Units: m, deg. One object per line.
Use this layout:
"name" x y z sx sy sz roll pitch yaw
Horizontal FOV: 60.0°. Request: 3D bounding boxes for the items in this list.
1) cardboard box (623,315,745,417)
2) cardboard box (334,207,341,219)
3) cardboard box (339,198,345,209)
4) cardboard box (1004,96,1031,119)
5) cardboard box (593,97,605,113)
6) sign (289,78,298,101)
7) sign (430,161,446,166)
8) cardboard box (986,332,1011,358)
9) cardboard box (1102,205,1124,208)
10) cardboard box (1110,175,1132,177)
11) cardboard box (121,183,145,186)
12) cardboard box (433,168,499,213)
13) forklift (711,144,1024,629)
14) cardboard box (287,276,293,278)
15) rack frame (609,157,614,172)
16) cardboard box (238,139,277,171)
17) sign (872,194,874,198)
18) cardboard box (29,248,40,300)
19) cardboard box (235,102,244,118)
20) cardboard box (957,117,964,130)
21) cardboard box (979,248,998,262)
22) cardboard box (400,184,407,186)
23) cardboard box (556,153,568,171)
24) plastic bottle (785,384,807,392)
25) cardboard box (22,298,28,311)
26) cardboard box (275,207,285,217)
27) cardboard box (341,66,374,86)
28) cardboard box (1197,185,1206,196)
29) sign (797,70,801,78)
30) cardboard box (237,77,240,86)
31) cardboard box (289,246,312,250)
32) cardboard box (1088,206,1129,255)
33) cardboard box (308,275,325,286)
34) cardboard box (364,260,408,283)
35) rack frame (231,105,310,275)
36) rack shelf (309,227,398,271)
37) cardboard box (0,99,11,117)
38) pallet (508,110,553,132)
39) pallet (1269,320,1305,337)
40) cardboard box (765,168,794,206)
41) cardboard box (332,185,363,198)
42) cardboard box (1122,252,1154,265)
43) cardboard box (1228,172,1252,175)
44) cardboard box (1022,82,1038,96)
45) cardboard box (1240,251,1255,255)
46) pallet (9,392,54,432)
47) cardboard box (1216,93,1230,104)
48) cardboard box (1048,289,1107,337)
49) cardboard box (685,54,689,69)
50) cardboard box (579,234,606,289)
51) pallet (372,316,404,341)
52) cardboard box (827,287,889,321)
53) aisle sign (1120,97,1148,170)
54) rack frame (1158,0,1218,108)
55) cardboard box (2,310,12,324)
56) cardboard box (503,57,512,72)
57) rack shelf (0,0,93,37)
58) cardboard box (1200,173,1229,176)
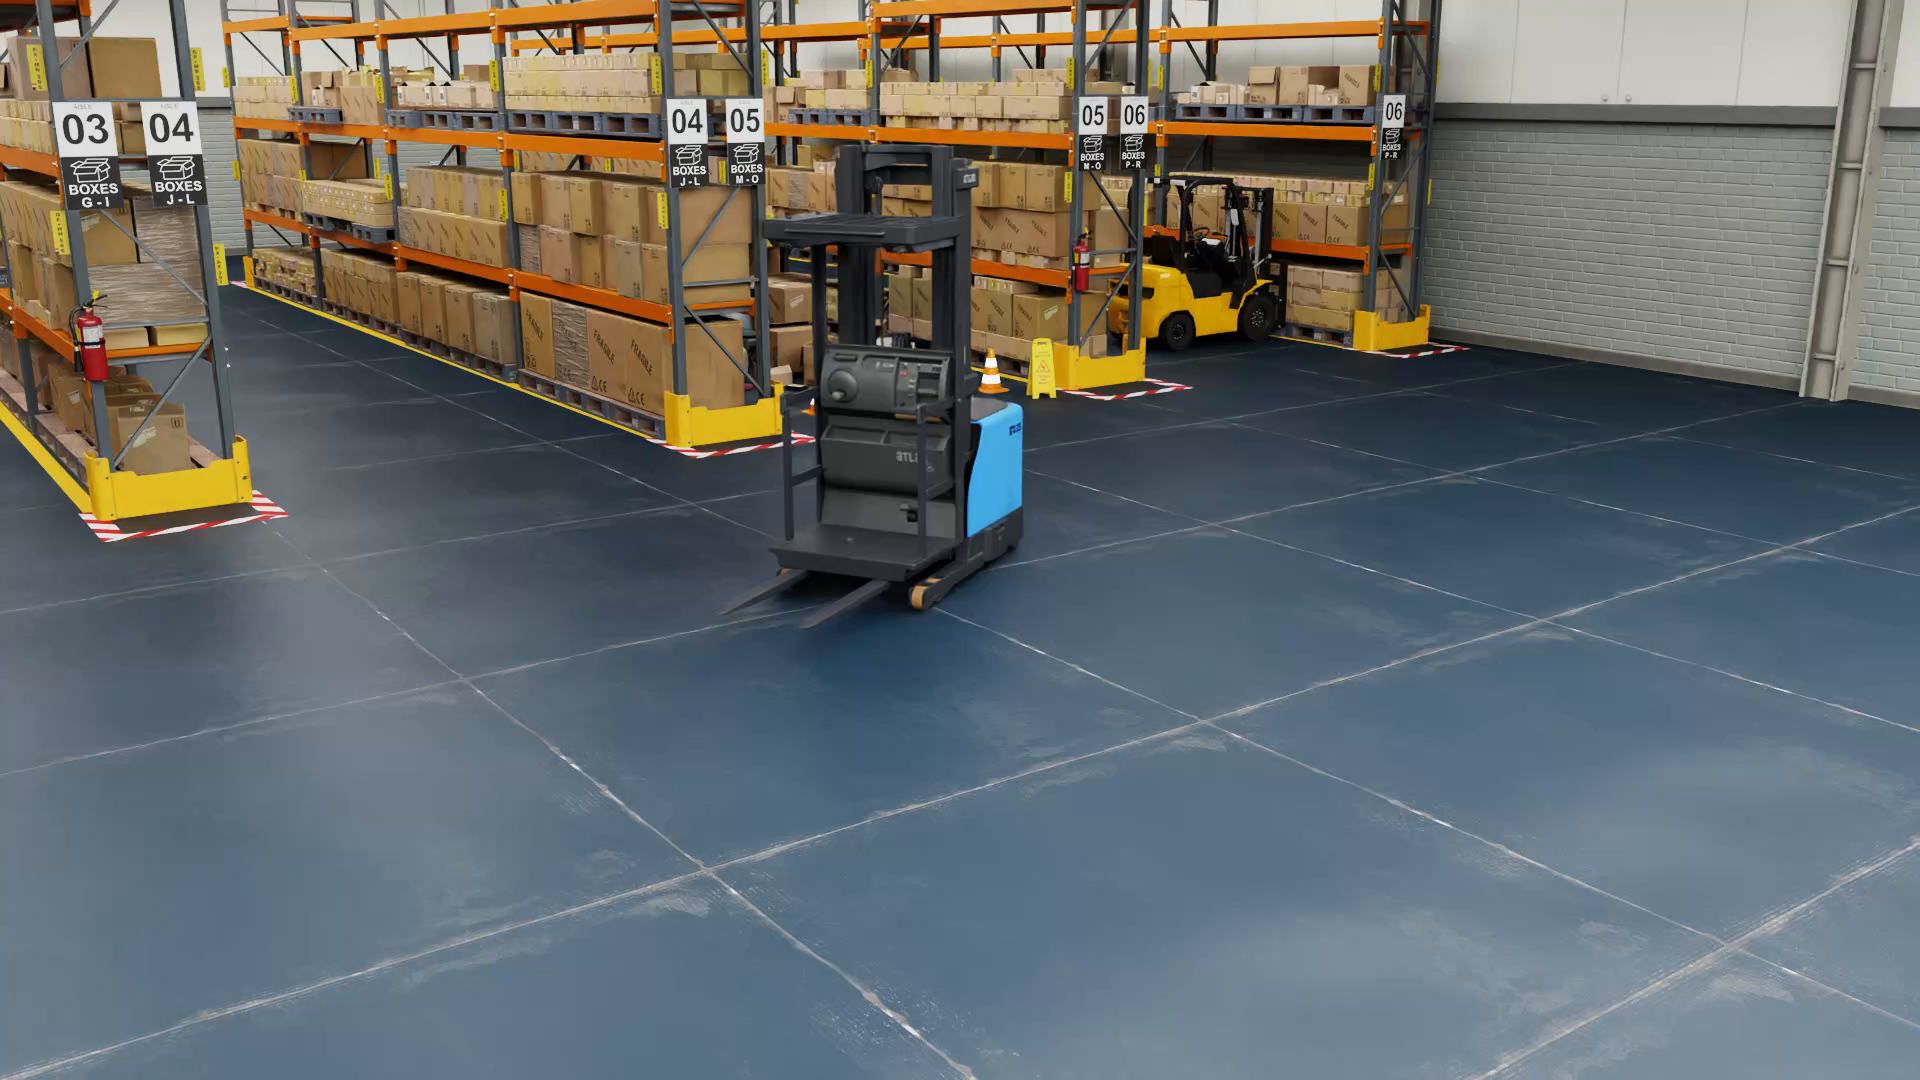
"cardboard box" -2.747 -1.762 16.561 0.875 0.875 0.875 -11 19 -34
"cardboard box" -8.573 -4.606 23.403 0.380 0.149 0.250 -12 19 -37
"cardboard box" -8.418 -4.693 23.157 0.380 0.149 0.250 -10 18 -33
"cardboard box" 0.847 -4.935 18.963 0.500 0.250 0.500 -11 19 -35
"cardboard box" -3.363 -4.262 16.275 0.380 0.149 0.250 -11 19 -35
"sign" -9.785 -6.623 24.429 0.100 0.325 0.005 -11 19 -35
"sign" -11.167 -7.993 35.585 0.327 0.218 0.001 -11 19 -35
"cardboard box" 0.659 -2.359 19.925 0.500 0.250 0.500 -11 19 -34
"cardboard box" 2.503 -4.966 25.323 0.500 0.250 0.500 -11 19 -35
"cardboard box" 2.571 -5.615 25.991 0.380 0.149 0.250 -11 19 -35
"cardboard box" -7.643 -2.963 15.072 0.500 0.500 0.500 -11 19 -35
"cardboard box" -6.141 -4.374 20.792 0.700 0.500 0.500 -11 19 -35
"forklift" -0.591 -1.079 10.968 1.130 2.935 3.031 7 17 23
"cardboard box" -10.564 -4.158 26.690 0.380 0.149 0.250 -10 18 -33
"rack frame" -5.406 -5.802 28.093 1.000 3.000 0.127 -11 19 -35
"cardboard box" -11.653 -6.403 27.643 0.500 0.500 0.500 -11 19 -35
"sign" -1.149 -4.565 21.381 0.100 0.325 0.005 -11 19 -35
"cardboard box" -7.863 -2.438 15.050 0.875 0.500 0.500 -11 19 -35
"cardboard box" -11.645 -7.105 27.456 0.500 0.250 0.500 -10 18 -33
"cardboard box" 0.190 -4.985 19.901 0.380 0.149 0.250 -11 19 -34
"cardboard box" 0.448 -3.427 19.893 0.380 0.149 0.250 -11 19 -35
"cardboard box" -7.888 -4.936 23.480 0.380 0.149 0.250 -10 18 -33
"cardboard box" -6.794 -6.716 29.348 0.500 0.500 0.500 -11 19 -34
"plastic bottle" -1.867 -1.713 18.719 0.283 0.061 0.133 10 18 33
"cardboard box" -8.529 -2.237 15.545 0.380 0.149 0.250 -11 19 -35
"cardboard box" -10.685 -5.238 26.509 0.380 0.149 0.250 -10 18 -33
"cardboard box" -8.219 -6.340 22.736 0.396 0.266 0.258 -11 19 -35
"cardboard box" 3.615 -5.011 23.784 0.380 0.149 0.250 -11 19 -35
"sign" -3.284 -9.383 33.818 0.100 0.325 0.005 -11 19 -35
"cardboard box" -11.696 -7.570 27.451 0.380 0.149 0.250 -11 19 -35
"cardboard box" -11.186 -4.907 28.301 0.380 0.149 0.250 -11 19 -34
"cardboard box" 1.596 -3.576 19.205 0.500 0.500 0.500 -11 19 -35
"cardboard box" -9.793 -4.001 25.554 0.380 0.149 0.250 -10 18 -33
"cardboard box" -7.919 -3.728 23.035 0.500 0.250 0.500 -11 19 -34
"rack frame" -11.702 -5.866 28.328 1.000 3.000 0.127 -11 19 -35
"rack shelf" -8.175 -4.238 23.742 1.077 0.370 4.000 -11 19 -35
"cardboard box" -8.157 -3.782 14.557 0.380 0.149 0.250 -11 19 -36
"pallet" -4.174 -4.532 17.937 1.003 0.211 1.213 -11 19 -35
"pallet" 4.466 -3.083 23.441 1.003 0.211 1.213 -11 19 -35
"cardboard box" -2.664 -5.100 23.980 0.500 0.500 0.500 -10 18 -32
"cardboard box" -8.568 -4.892 23.322 0.380 0.149 0.250 -10 18 -33
"cardboard box" 2.995 -4.032 25.328 0.875 0.625 0.625 -10 18 -32
"cardboard box" 4.023 -5.234 24.035 0.380 0.149 0.250 -11 19 -35
"cardboard box" 0.927 -5.089 18.771 0.380 0.149 0.250 -11 19 -35
"cardboard box" 4.067 -4.043 24.184 0.500 0.250 0.500 -11 19 -35
"pallet" -9.177 -1.377 17.206 1.003 0.211 1.213 -11 19 -35
"cardboard box" 3.781 -6.134 23.116 0.380 0.149 0.250 -10 18 -33
"cardboard box" 1.385 -2.698 19.744 0.500 0.500 0.500 -12 19 -36
"cardboard box" -2.531 -4.640 16.144 0.380 0.149 0.250 -11 19 -35
"cardboard box" -3.463 -2.954 17.404 0.875 0.550 0.500 -11 19 -35
"pallet" -7.457 -2.980 23.065 1.003 0.211 1.213 -11 19 -35
"cardboard box" -1.438 -3.294 23.110 0.950 0.372 0.625 -10 18 -31
"aisle sign" 1.937 -4.528 18.515 0.394 0.787 0.004 -11 19 -35
"rack frame" 3.311 -7.759 23.878 1.000 3.000 0.127 -11 19 -35
"cardboard box" -10.652 -2.640 19.019 0.500 0.250 0.500 -10 18 -32
"cardboard box" -4.708 -5.134 17.952 0.380 0.149 0.250 -11 19 -34
"rack shelf" -9.894 -5.336 17.148 1.077 0.370 4.000 -11 19 -35
"cardboard box" 3.642 -5.161 23.768 0.380 0.149 0.250 -11 19 -36
